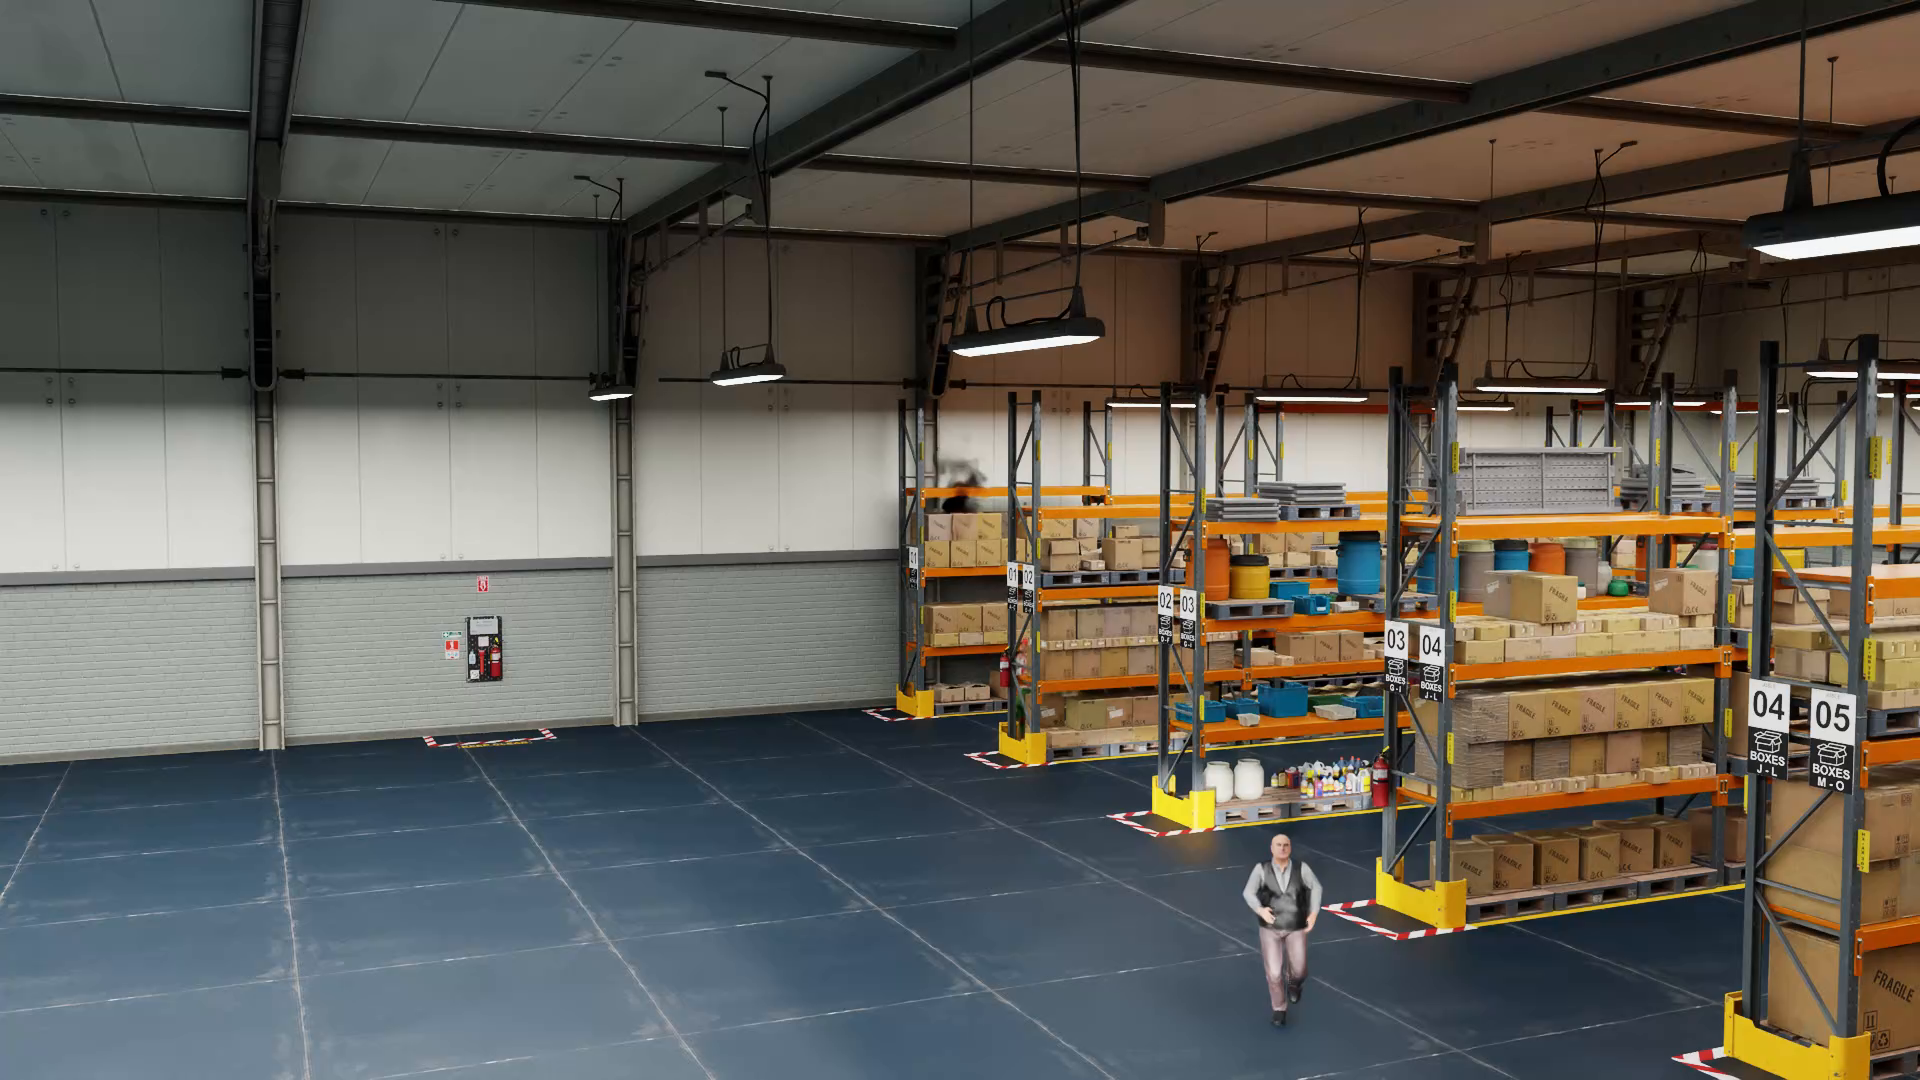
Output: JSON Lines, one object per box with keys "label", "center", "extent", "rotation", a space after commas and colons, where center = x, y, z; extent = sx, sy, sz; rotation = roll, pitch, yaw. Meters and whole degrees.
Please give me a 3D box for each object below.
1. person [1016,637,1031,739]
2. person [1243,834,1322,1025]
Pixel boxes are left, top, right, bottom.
{"label": "person", "center": [1.060, 2.592, 28.763], "extent": [0.680, 1.814, 0.632], "rotation": [-2, 4, -28]}
{"label": "person", "center": [2.875, 3.459, 14.795], "extent": [0.710, 1.688, 0.573], "rotation": [0, 3, 5]}
